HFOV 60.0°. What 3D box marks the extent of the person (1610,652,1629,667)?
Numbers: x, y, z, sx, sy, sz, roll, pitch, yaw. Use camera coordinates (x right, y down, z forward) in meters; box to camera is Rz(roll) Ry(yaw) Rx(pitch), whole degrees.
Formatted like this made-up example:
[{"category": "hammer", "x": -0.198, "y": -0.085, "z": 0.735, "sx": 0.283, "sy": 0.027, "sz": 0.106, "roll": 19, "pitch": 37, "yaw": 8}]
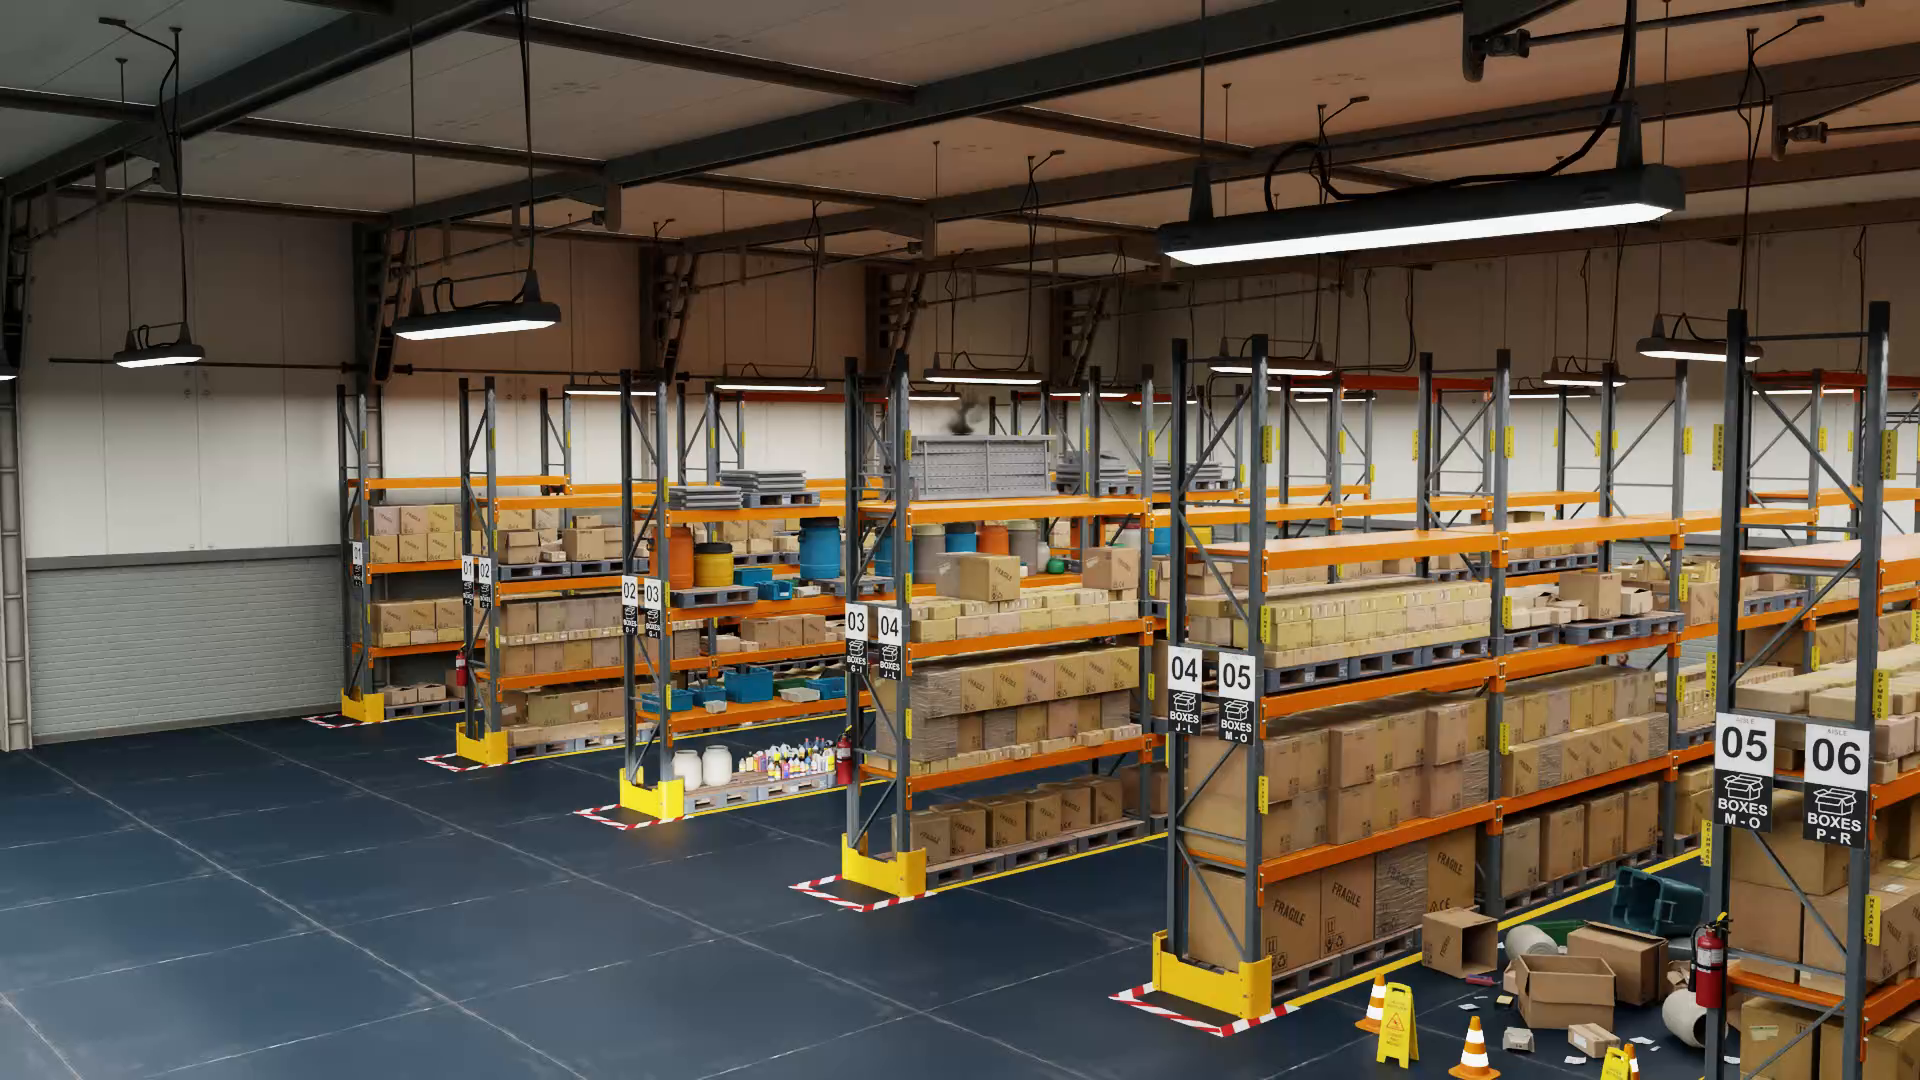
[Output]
[{"category": "person", "x": 10.548, "y": 2.589, "z": 26.736, "sx": 0.549, "sy": 1.671, "sz": 0.694, "roll": 3, "pitch": 5, "yaw": 42}]
